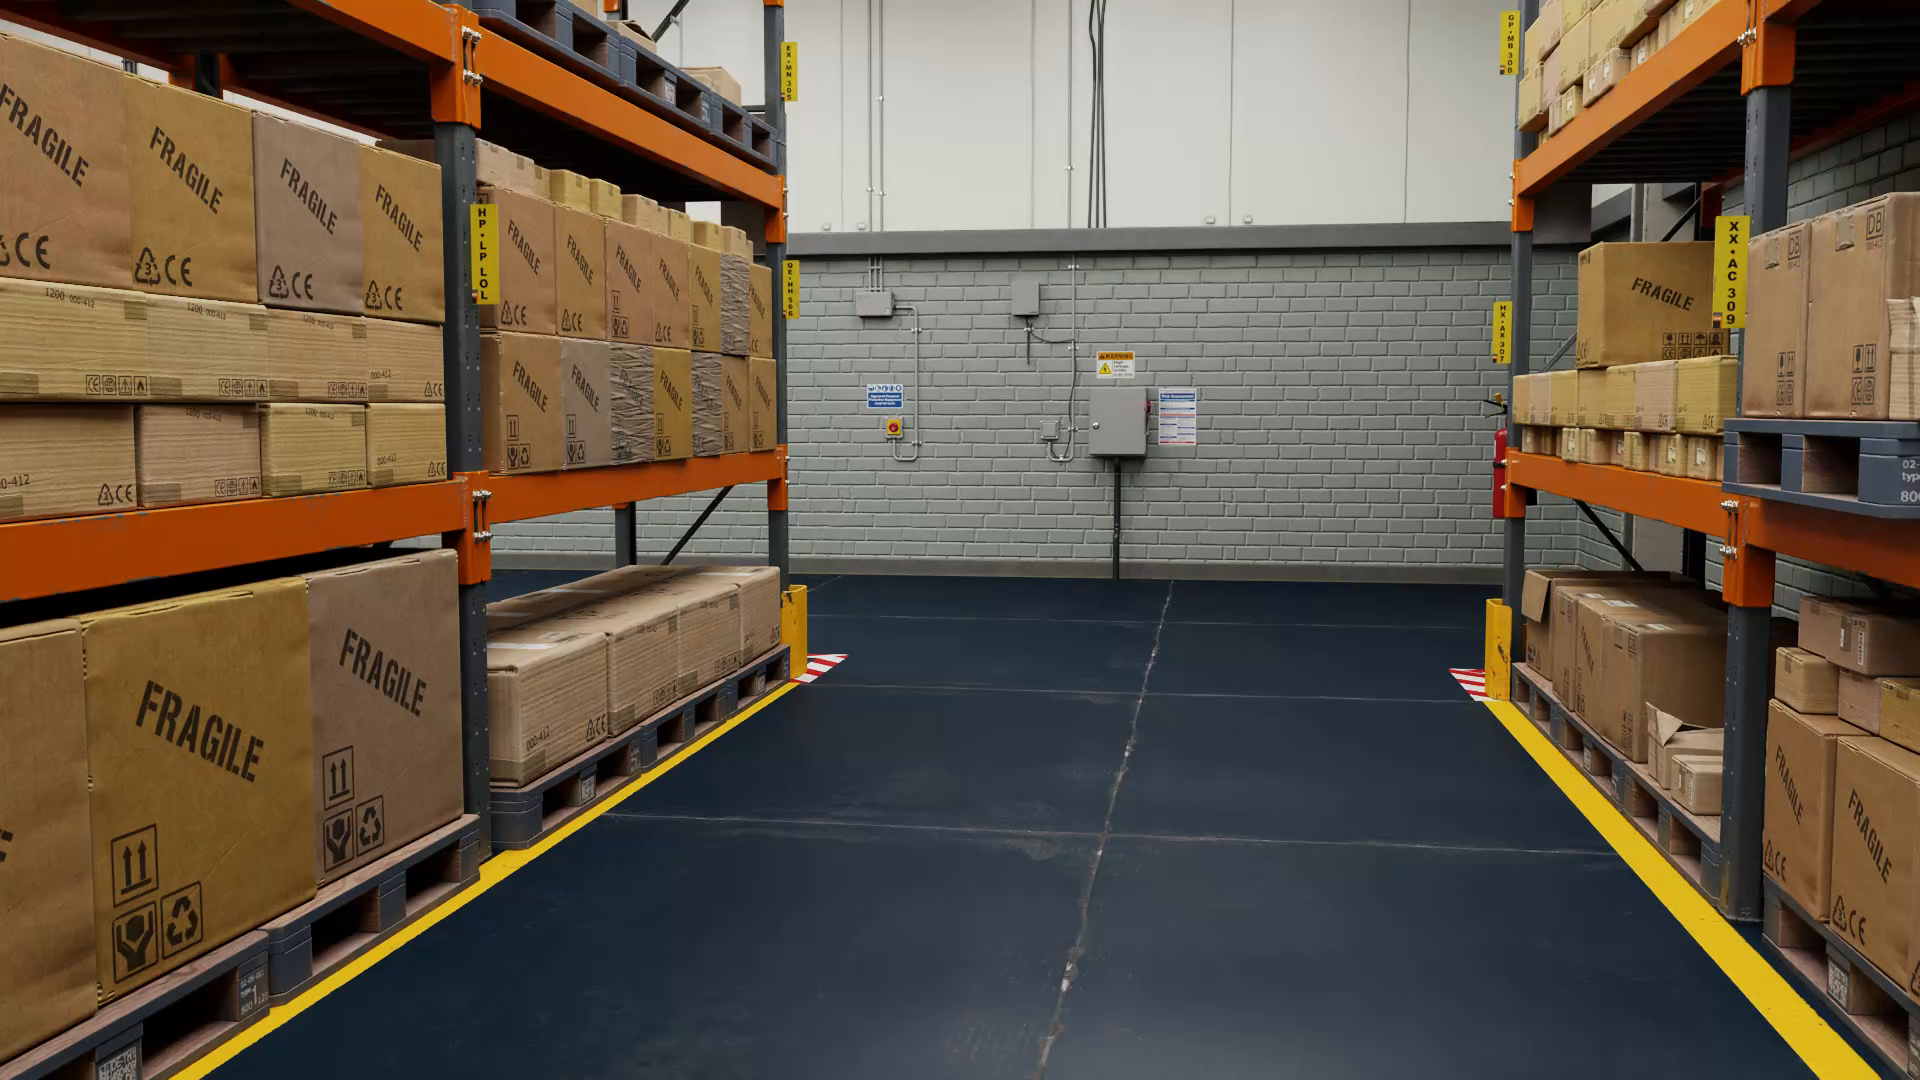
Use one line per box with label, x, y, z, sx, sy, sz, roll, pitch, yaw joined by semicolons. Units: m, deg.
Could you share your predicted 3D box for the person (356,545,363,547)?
person;-3.146;0.060;8.066;0.507;1.635;0.586;1;5;7
